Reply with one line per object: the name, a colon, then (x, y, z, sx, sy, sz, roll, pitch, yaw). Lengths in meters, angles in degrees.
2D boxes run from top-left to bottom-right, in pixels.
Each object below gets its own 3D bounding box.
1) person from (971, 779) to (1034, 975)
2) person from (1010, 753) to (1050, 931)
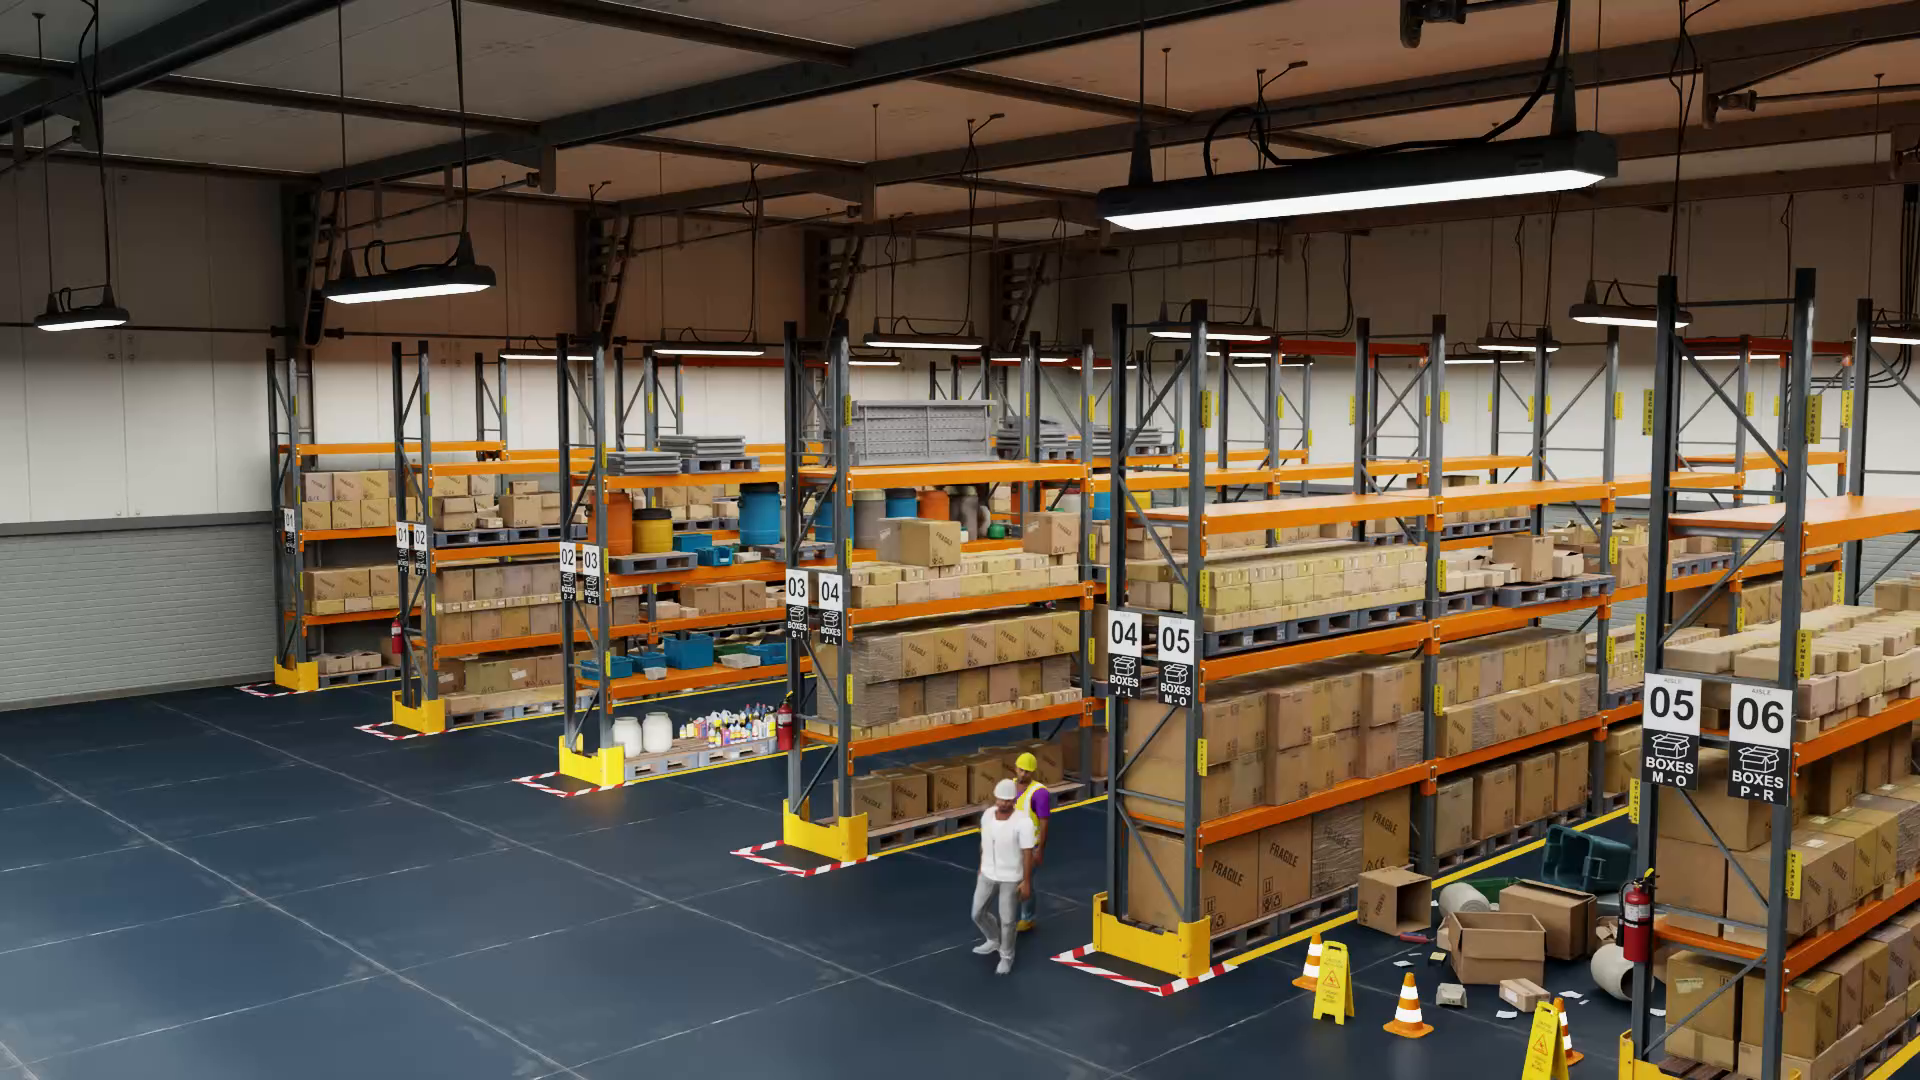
person: (0.390, 3.003, 14.911, 0.664, 1.784, 0.472, 3, 6, 32)
person: (0.617, 2.887, 16.097, 0.733, 1.722, 0.591, 4, 6, 35)
